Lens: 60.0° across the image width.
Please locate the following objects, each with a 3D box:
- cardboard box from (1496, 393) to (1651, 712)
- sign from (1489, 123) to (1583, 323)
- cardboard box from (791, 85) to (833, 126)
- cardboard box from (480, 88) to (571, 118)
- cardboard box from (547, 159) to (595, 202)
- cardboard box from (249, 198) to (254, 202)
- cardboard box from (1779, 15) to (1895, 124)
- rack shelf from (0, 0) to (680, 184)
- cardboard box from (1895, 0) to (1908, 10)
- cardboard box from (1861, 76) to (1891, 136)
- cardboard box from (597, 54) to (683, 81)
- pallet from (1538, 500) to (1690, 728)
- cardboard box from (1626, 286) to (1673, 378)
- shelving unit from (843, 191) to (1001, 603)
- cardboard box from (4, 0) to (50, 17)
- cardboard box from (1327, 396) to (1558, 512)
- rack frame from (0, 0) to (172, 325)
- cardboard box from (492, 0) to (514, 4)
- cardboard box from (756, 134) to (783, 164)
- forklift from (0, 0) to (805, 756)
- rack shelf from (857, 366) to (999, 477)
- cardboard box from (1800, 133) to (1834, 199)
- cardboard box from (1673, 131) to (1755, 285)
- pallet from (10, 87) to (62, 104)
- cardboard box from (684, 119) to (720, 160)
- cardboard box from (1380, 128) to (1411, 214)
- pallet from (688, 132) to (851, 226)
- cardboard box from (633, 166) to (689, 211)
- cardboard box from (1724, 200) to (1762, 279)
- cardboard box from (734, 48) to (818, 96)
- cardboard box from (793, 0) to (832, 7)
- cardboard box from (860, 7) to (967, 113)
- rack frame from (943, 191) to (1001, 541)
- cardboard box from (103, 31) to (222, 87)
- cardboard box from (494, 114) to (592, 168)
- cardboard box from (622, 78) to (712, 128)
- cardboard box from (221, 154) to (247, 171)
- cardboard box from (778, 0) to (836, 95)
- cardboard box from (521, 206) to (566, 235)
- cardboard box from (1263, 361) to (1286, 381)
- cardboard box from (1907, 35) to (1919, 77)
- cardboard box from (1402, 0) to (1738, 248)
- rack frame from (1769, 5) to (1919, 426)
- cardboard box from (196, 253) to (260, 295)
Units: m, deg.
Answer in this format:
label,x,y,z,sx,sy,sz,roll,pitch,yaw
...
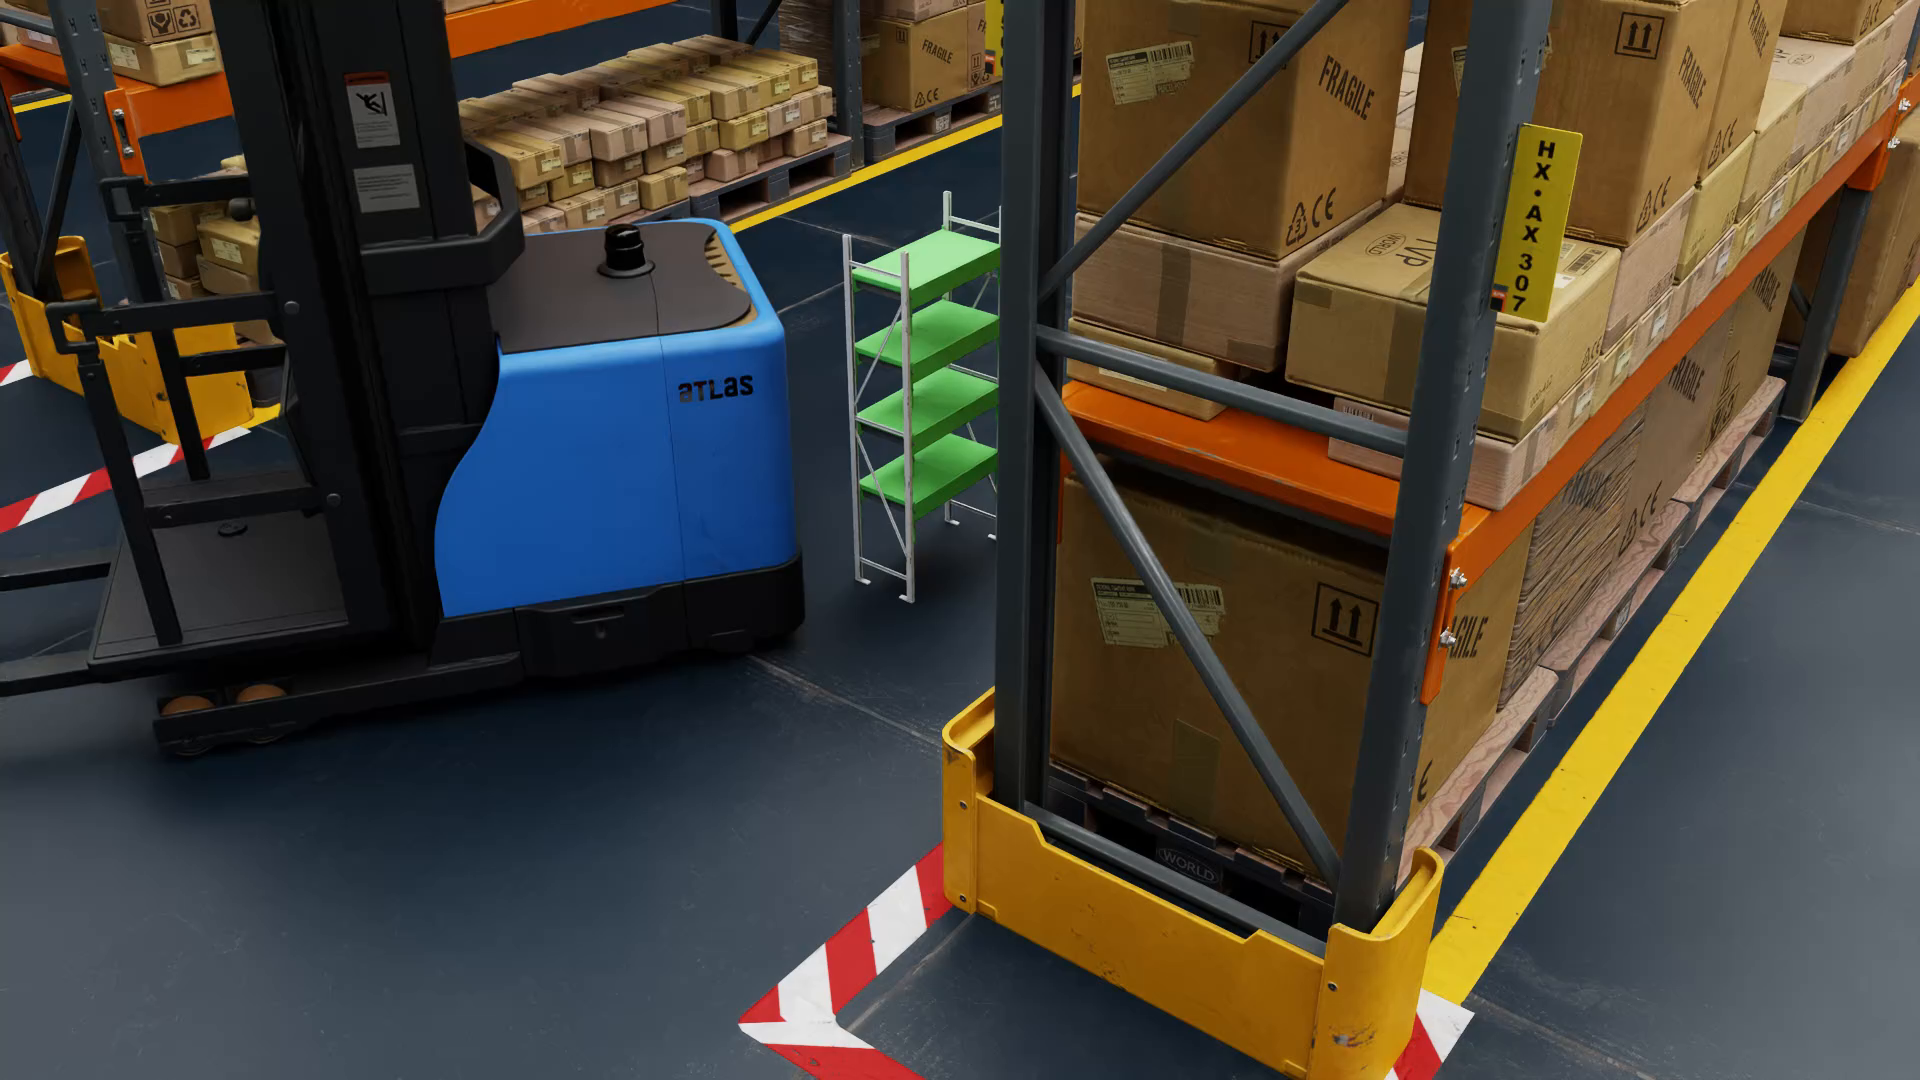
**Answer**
label,x,y,z,sx,sy,sz,roll,pitch,yaw
cardboard box,1.387,-0.211,4.836,0.875,0.875,0.875,21,37,31
sign,0.954,-0.523,2.764,0.100,0.325,0.005,21,37,31
cardboard box,-0.900,-2.339,8.848,0.380,0.149,0.250,22,37,32
cardboard box,-2.120,-2.078,8.115,0.380,0.149,0.250,19,36,29
cardboard box,-1.942,-1.732,7.823,0.380,0.149,0.250,23,38,33
cardboard box,-2.720,-1.325,6.844,0.380,0.149,0.250,22,37,32
cardboard box,2.562,-1.508,5.207,0.500,0.250,0.500,22,37,33
rack shelf,-2.170,-2.361,7.497,1.077,0.370,4.000,21,37,31
cardboard box,2.866,-2.032,5.357,0.500,0.500,0.500,22,37,33
cardboard box,2.852,-1.478,5.548,0.380,0.149,0.250,22,37,32
cardboard box,-1.663,-2.405,8.667,0.380,0.149,0.250,21,36,31
pallet,1.673,0.067,5.430,1.003,0.211,1.213,21,37,31
cardboard box,1.458,-0.540,3.965,0.380,0.149,0.250,20,36,31
shelving unit,-0.100,-0.449,5.331,0.258,1.200,0.503,21,37,31
cardboard box,-3.312,-2.290,6.282,0.500,0.500,0.500,22,37,32
cardboard box,0.993,-0.224,3.433,0.380,0.149,0.250,22,37,32
rack frame,-3.378,-1.857,5.942,1.000,3.000,0.127,21,37,31
cardboard box,-2.020,-2.430,7.154,0.380,0.149,0.250,23,37,33
cardboard box,-1.152,-2.093,8.724,0.380,0.149,0.250,22,37,33
forklift,-2.059,-0.951,4.480,3.031,2.935,1.130,-9,32,-15
rack shelf,-0.100,-0.394,5.363,0.258,0.148,0.480,21,37,31
cardboard box,2.386,-1.164,5.019,0.380,0.149,0.250,22,37,32
cardboard box,1.635,-0.882,4.151,0.500,0.250,0.500,20,36,30
pallet,-6.228,-2.983,10.576,1.003,0.211,1.213,21,37,31
cardboard box,-1.431,-2.040,8.342,0.380,0.149,0.250,21,37,32
cardboard box,0.903,-0.838,4.077,0.500,0.250,0.500,20,36,30
pallet,-1.340,-2.000,8.917,1.003,0.211,1.213,21,37,31
cardboard box,-1.553,-1.752,8.149,0.380,0.149,0.250,21,37,31
cardboard box,1.920,-0.850,4.489,0.380,0.149,0.250,20,36,30
cardboard box,-0.970,-2.469,8.774,0.380,0.149,0.250,22,37,33
cardboard box,-0.715,-3.292,9.666,0.500,0.250,0.500,20,36,30
cardboard box,-0.306,-2.807,9.584,0.500,0.500,0.500,23,37,33
rack frame,0.047,-0.548,5.498,0.240,1.200,0.015,21,37,31
cardboard box,-2.921,-1.780,6.058,0.380,0.149,0.250,21,36,31
cardboard box,-1.936,-1.848,7.728,0.380,0.149,0.250,21,37,31
cardboard box,-1.456,-2.168,8.266,0.380,0.149,0.250,22,37,33
cardboard box,-3.008,-1.589,7.291,0.380,0.149,0.250,20,36,30
cardboard box,-0.717,-2.967,9.854,0.500,0.500,0.500,20,36,30
cardboard box,-2.030,-1.438,7.619,0.380,0.149,0.250,19,36,29
cardboard box,0.624,-0.534,3.955,0.380,0.149,0.250,22,37,32
cardboard box,3.407,-2.069,6.200,0.500,0.500,0.500,21,37,31
cardboard box,1.322,-0.991,3.600,0.500,0.500,0.500,20,36,30
rack frame,2.930,-1.916,6.040,1.000,3.000,0.127,21,37,31
cardboard box,-2.857,-1.073,6.712,0.380,0.149,0.250,23,38,33
